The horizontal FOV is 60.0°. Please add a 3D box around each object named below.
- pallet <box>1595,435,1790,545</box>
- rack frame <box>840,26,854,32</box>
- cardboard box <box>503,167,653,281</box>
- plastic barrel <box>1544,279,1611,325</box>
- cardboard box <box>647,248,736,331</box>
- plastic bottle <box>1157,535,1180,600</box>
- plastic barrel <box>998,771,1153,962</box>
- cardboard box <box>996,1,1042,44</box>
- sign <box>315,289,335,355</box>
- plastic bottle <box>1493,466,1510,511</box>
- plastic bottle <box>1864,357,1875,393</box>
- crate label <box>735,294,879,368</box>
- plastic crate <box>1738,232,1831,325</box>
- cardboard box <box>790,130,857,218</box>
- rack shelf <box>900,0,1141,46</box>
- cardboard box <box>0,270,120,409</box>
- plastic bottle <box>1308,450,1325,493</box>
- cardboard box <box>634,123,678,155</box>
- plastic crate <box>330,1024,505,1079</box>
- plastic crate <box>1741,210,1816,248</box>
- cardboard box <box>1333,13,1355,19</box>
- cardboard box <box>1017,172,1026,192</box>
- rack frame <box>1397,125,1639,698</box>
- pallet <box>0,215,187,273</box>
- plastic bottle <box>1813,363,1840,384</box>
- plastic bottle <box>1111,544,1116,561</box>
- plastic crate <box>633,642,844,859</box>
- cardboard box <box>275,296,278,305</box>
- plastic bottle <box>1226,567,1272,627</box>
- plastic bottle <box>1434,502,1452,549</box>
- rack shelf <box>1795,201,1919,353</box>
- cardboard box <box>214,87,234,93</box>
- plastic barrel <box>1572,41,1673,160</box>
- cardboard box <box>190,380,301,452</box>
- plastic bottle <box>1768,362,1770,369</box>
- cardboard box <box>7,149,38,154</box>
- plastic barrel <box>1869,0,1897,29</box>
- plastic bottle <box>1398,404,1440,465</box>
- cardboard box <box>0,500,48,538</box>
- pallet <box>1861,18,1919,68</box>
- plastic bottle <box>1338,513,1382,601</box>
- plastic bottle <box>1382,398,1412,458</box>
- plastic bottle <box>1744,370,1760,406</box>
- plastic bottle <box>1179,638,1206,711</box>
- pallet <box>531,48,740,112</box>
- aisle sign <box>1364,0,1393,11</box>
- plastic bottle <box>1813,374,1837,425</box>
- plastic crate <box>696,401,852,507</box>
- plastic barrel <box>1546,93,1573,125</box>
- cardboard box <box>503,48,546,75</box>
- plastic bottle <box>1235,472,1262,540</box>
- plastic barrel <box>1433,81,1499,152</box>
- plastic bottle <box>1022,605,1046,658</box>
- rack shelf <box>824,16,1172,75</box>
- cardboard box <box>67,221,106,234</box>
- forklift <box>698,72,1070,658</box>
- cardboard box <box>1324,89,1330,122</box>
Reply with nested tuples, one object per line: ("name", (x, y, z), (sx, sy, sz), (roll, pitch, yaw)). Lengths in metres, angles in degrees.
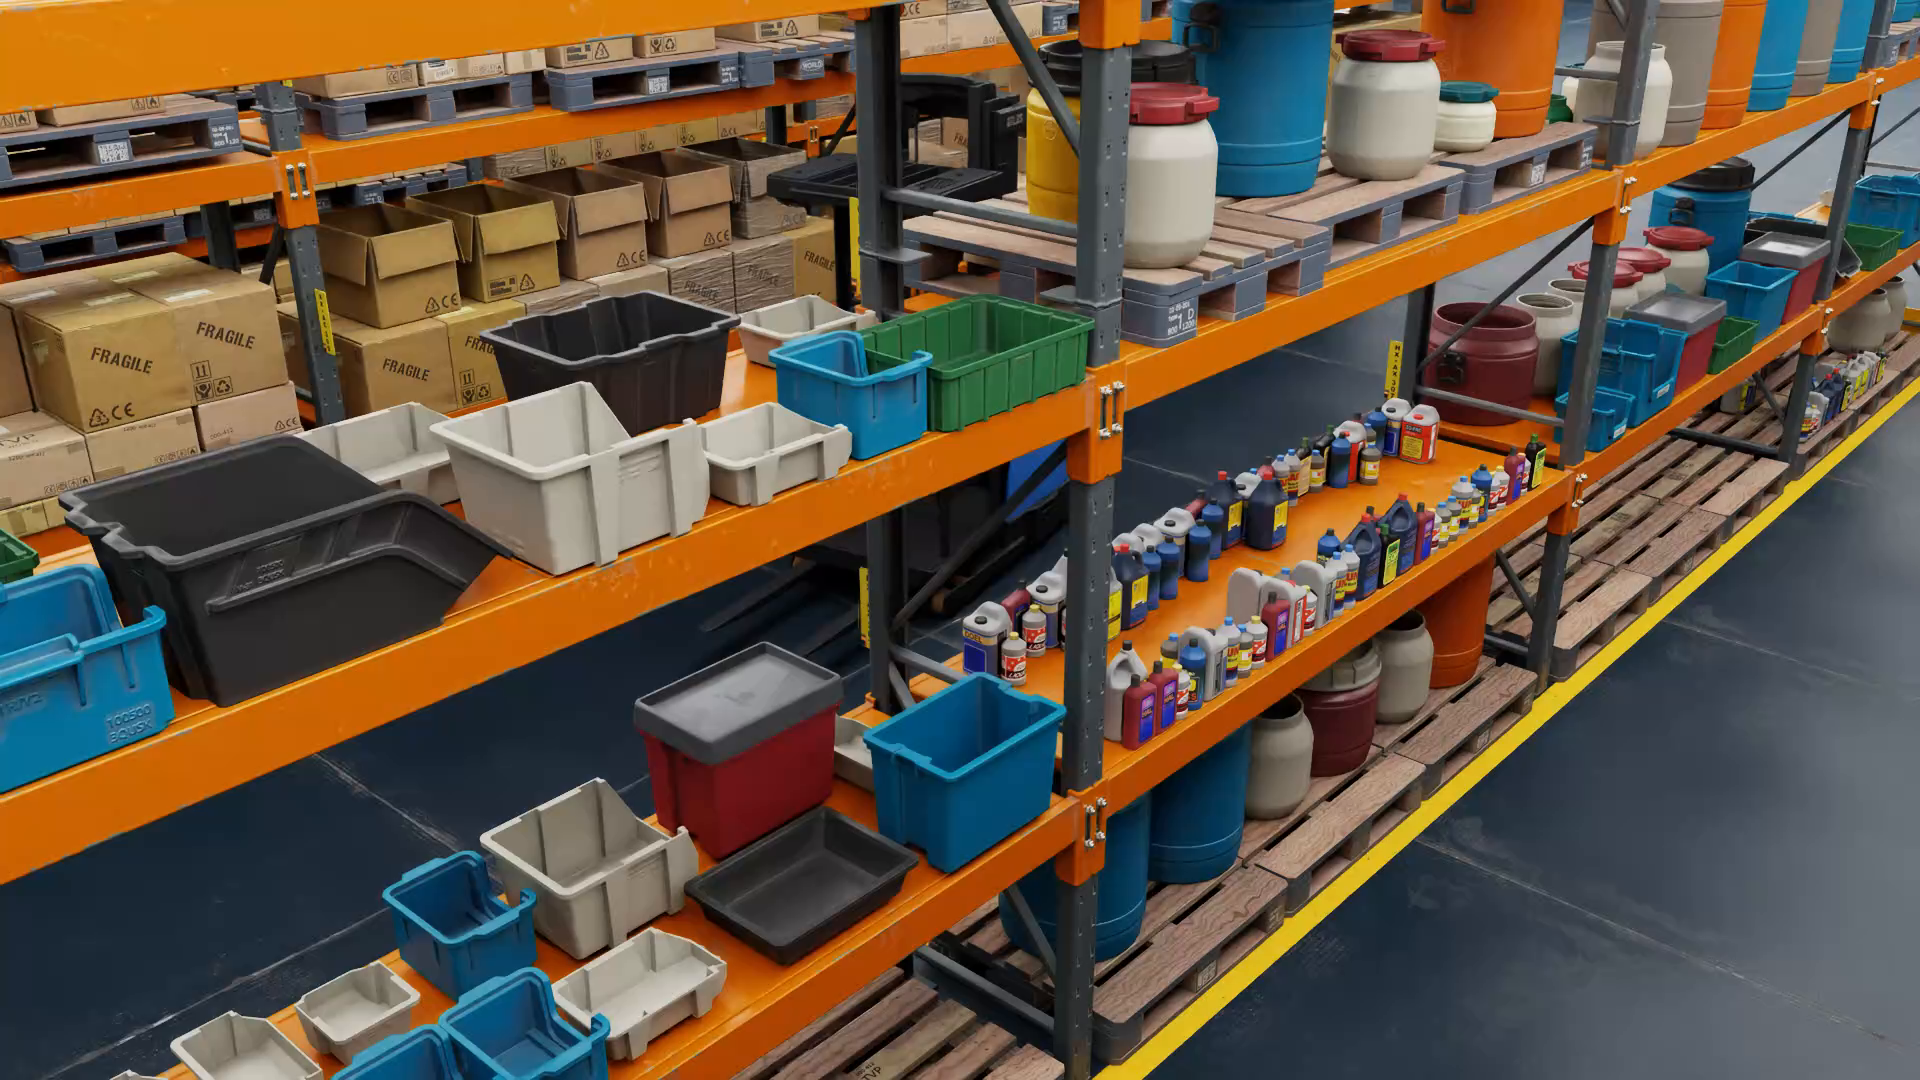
("pallet", (4.921, -0.378, 11.336), (1.003, 0.211, 1.213), (20, 31, 38))
("rack frame", (-0.942, -4.772, 10.394), (1.000, 3.000, 0.127), (20, 31, 38))
("cardboard box", (-2.322, -1.915, 10.007), (0.797, 0.503, 0.637), (21, 32, 39))
("plastic barrel", (3.555, -1.233, 9.697), (0.421, 0.512, 0.421), (0, 24, 0))
("cardboard box", (-1.768, -1.553, 10.424), (0.500, 0.500, 0.500), (19, 30, 36))
("plastic bottle", (0.874, 0.110, 6.997), (0.097, 0.271, 0.097), (0, 24, 0))
("plastic barrel", (0.452, 1.142, 6.589), (0.600, 0.901, 0.708), (20, 31, 38))
("cardboard box", (0.240, -3.724, 11.906), (0.500, 0.250, 0.500), (21, 32, 39))
("sign", (-3.198, -1.096, 8.373), (0.100, 0.325, 0.005), (20, 31, 38))
("plastic bottle", (2.549, -0.251, 7.886), (0.097, 0.201, 0.097), (0, 24, 0))
("plastic bottle", (6.905, -1.286, 12.744), (0.152, 0.276, 0.135), (19, 30, 36))
("crate label", (-0.465, -0.641, 5.170), (0.293, 0.136, 0.466), (20, 31, 38))
("plastic crate", (5.321, -1.699, 10.794), (0.402, 0.464, 0.583), (20, 31, 38))
("cardboard box", (-1.427, -4.033, 18.162), (0.875, 0.875, 0.875), (21, 31, 38))
("rack shelf", (1.411, -2.299, 6.247), (1.077, 0.370, 4.000), (20, 31, 38))
("cardboard box", (-4.456, -1.001, 8.220), (0.500, 0.500, 0.500), (20, 31, 38))
("plastic bottle", (1.721, -0.338, 8.081), (0.097, 0.201, 0.097), (0, 24, 0))
("cardboard box", (-3.059, -3.989, 15.857), (0.500, 0.500, 0.500), (20, 31, 37))
("plastic crate", (-1.304, 1.418, 4.052), (0.416, 0.233, 0.300), (20, 31, 38))
("plastic crate", (5.952, -2.244, 12.270), (0.499, 0.251, 0.616), (20, 31, 38))
("cardboard box", (3.488, -4.866, 16.228), (0.500, 0.500, 0.500), (20, 31, 38))
("cardboard box", (0.348, -2.605, 12.564), (0.500, 0.250, 0.500), (19, 30, 36))
("rack frame", (2.746, -0.682, 8.605), (1.000, 3.000, 0.127), (20, 31, 38))
("pallet", (-6.620, -2.306, 12.462), (1.003, 0.211, 1.213), (20, 31, 38))
("plastic bottle", (6.546, -1.211, 12.576), (0.152, 0.276, 0.135), (20, 31, 38))
("plastic bottle", (0.570, 0.134, 6.846), (0.144, 0.351, 0.185), (20, 31, 38))
("plastic crate", (-0.706, 0.684, 5.407), (0.402, 0.464, 0.583), (20, 31, 38))
("cardboard box", (-5.856, -1.729, 13.483), (0.500, 0.500, 0.500), (21, 31, 38))
("plastic bottle", (1.174, 0.233, 6.716), (0.152, 0.276, 0.135), (20, 31, 38))
("plastic bottle", (2.159, -0.073, 7.490), (0.097, 0.201, 0.097), (0, 24, 0))
("rack shelf", (6.751, -2.182, 12.829), (1.077, 0.370, 4.000), (20, 31, 38))
("cardboard box", (-7.967, -4.866, 17.729), (0.380, 0.149, 0.250), (18, 30, 35))
("plastic barrel", (3.182, -2.113, 7.992), (0.421, 0.512, 0.421), (0, 24, 0))
("cardboard box", (-3.711, -0.677, 8.413), (0.500, 0.250, 0.500), (19, 31, 37))
("plastic bottle", (6.415, -1.503, 13.234), (0.097, 0.271, 0.097), (0, 24, 0))
("cardboard box", (-6.937, -2.807, 12.411), (0.380, 0.149, 0.250), (19, 30, 36))
("plastic barrel", (5.849, -3.590, 10.773), (0.421, 0.512, 0.421), (0, 24, 0))
("plastic bottle", (2.330, -0.540, 8.440), (0.152, 0.276, 0.135), (20, 31, 38))
("cardboard box", (-4.429, -0.127, 7.674), (0.380, 0.149, 0.250), (20, 31, 37))
("pallet", (5.825, -3.430, 11.297), (1.213, 0.211, 1.003), (20, 31, 38))
("plastic bottle", (1.681, 0.063, 7.004), (0.144, 0.351, 0.185), (20, 31, 38))
("plastic bottle", (2.217, -0.582, 8.533), (0.152, 0.276, 0.135), (20, 31, 38))
("plastic bottle", (5.886, -1.159, 12.460), (0.152, 0.276, 0.135), (20, 31, 38))
("plastic bottle", (0.856, 0.490, 6.149), (0.097, 0.271, 0.097), (0, 24, 0))
("pallet", (-2.077, -2.765, 9.814), (1.003, 0.211, 1.213), (22, 32, 40))
("aisle sign", (4.215, -5.759, 16.750), (0.394, 0.787, 0.004), (20, 31, 38))
("plastic bottle", (6.264, -1.025, 12.070), (0.144, 0.351, 0.185), (21, 32, 39))
("plastic crate", (-0.489, -0.220, 4.231), (0.293, 0.136, 0.466), (20, 31, 38))
("plastic barrel", (2.873, -2.069, 8.222), (0.294, 0.245, 0.294), (0, 24, 0))
("cardboard box", (-2.506, -2.674, 9.175), (0.380, 0.149, 0.250), (19, 30, 35))
("plastic bottle", (1.291, -0.159, 7.590), (0.152, 0.276, 0.135), (20, 31, 38))
("plastic barrel", (2.140, -1.812, 7.115), (0.301, 0.262, 0.301), (0, 24, 0))
("plastic bottle", (0.290, 0.352, 6.541), (0.097, 0.201, 0.097), (0, 24, 0))
("rack shelf", (0.393, -3.684, 12.513), (1.077, 0.370, 4.000), (20, 31, 38))
("cardboard box", (-6.452, -2.358, 12.137), (0.380, 0.149, 0.250), (21, 31, 38))
("forklift", (-0.380, -1.106, 9.635), (1.130, 2.935, 3.031), (14, 28, 28))
("cardboard box", (3.057, -4.018, 15.560), (0.875, 0.500, 0.500), (20, 31, 38))
